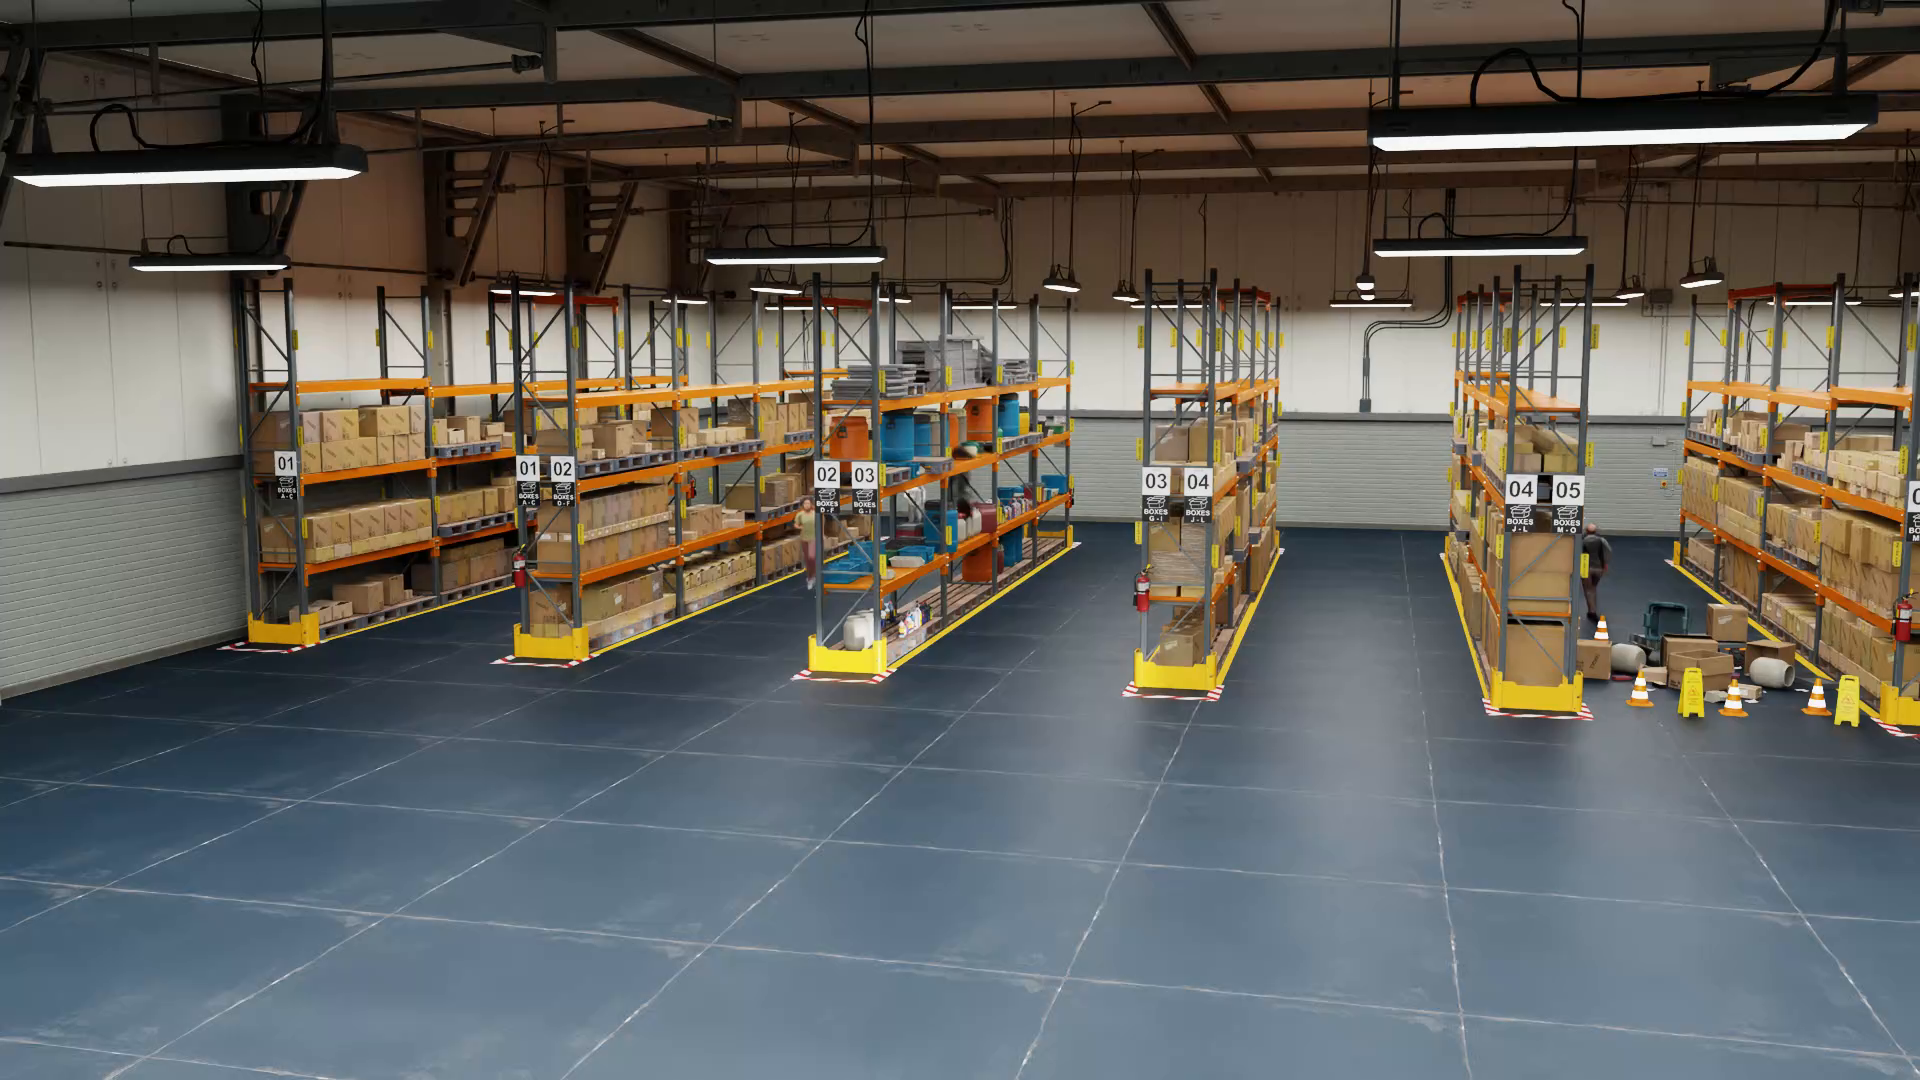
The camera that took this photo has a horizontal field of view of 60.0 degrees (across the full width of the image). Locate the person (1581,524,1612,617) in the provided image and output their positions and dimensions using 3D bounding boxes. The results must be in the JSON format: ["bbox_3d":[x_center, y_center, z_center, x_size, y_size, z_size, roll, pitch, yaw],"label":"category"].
[{"bbox_3d":[11.407,0.577,30.033,0.607,1.738,0.834,0,7,2],"label":"person"}]

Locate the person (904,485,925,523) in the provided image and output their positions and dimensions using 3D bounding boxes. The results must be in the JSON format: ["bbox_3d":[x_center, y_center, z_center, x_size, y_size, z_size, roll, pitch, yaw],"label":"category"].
[{"bbox_3d":[-1.134,-0.846,41.804,0.577,1.743,0.831,-1,7,-8],"label":"person"}]

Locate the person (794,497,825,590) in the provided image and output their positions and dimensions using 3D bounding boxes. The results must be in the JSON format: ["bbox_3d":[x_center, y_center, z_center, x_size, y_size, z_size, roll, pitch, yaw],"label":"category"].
[{"bbox_3d":[-2.927,0.052,32.143,0.525,1.767,0.774,1,7,10],"label":"person"}]
